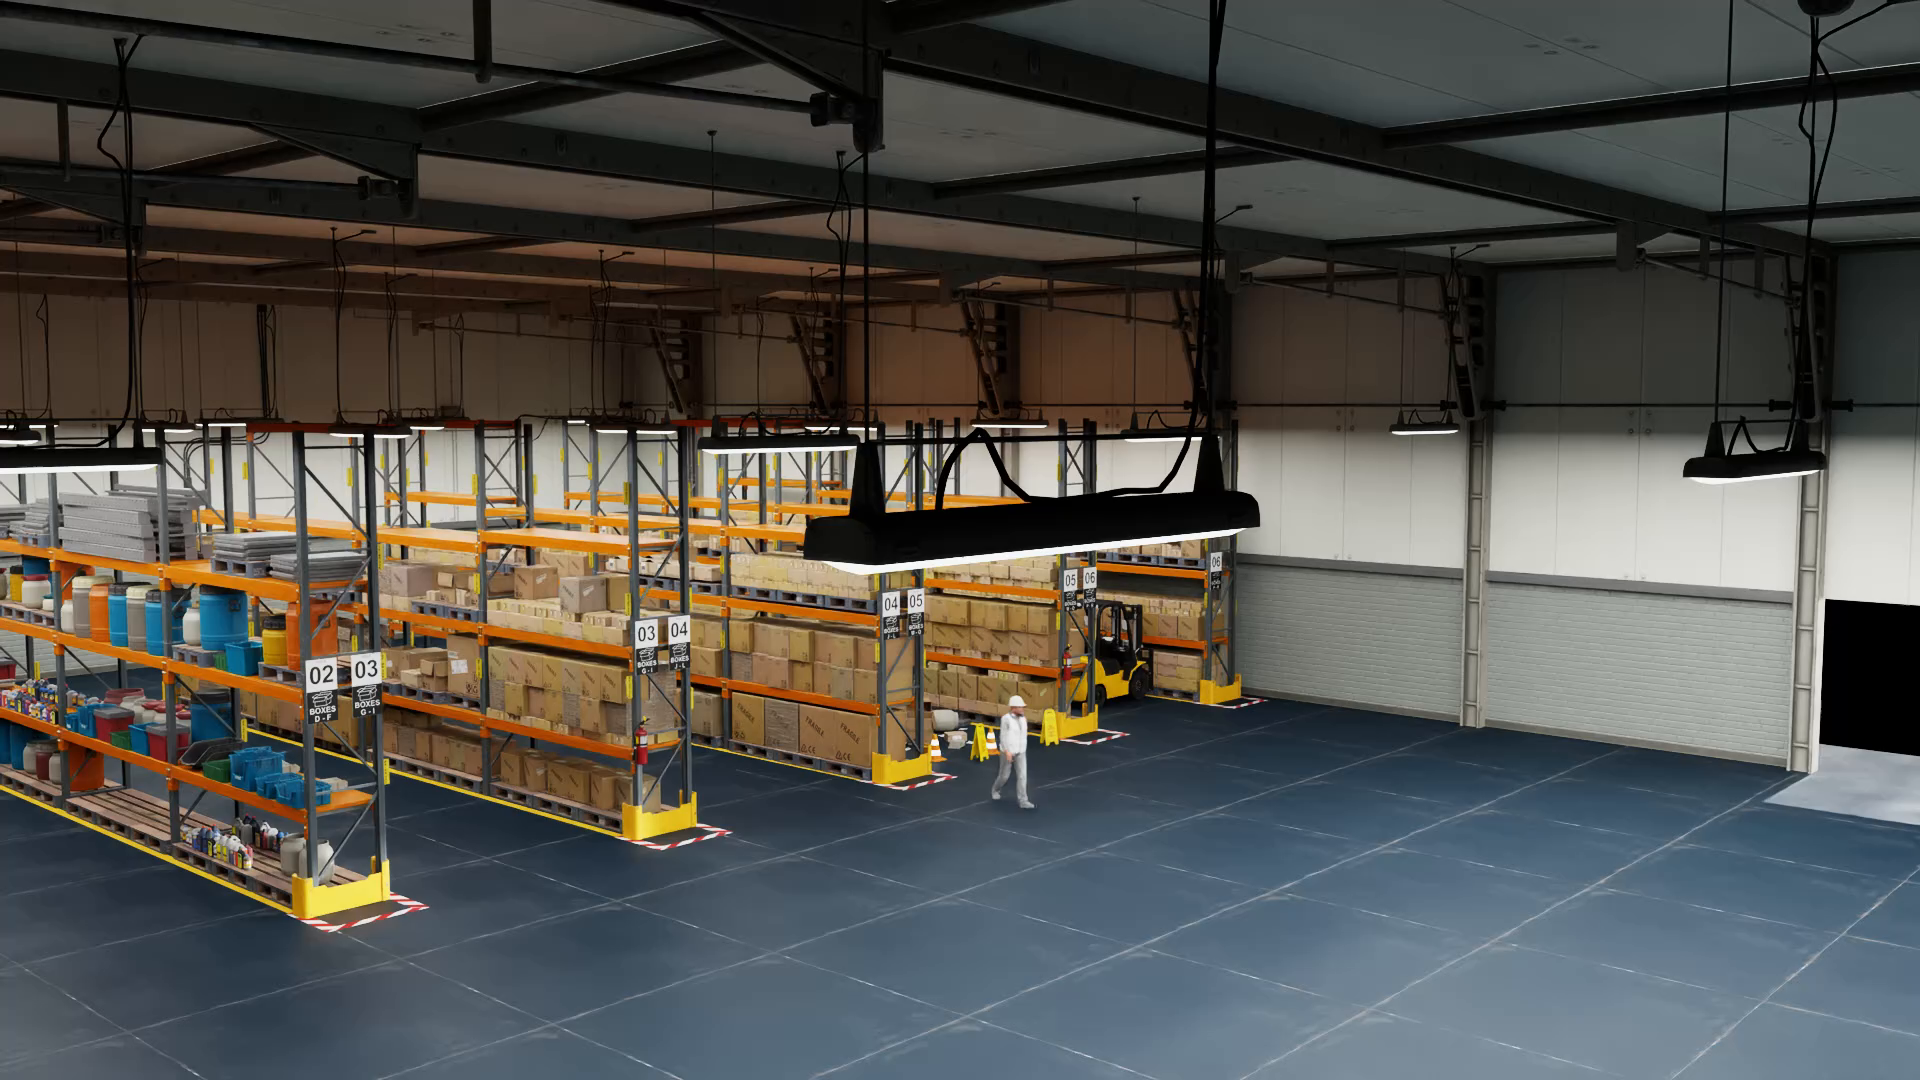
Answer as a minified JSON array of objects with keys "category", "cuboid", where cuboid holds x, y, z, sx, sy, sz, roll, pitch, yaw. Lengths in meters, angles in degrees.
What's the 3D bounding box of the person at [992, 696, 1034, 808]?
[{"category":"person","cuboid":[0.873,3.329,26.216,0.612,1.737,0.965,-4,6,-39]}]
